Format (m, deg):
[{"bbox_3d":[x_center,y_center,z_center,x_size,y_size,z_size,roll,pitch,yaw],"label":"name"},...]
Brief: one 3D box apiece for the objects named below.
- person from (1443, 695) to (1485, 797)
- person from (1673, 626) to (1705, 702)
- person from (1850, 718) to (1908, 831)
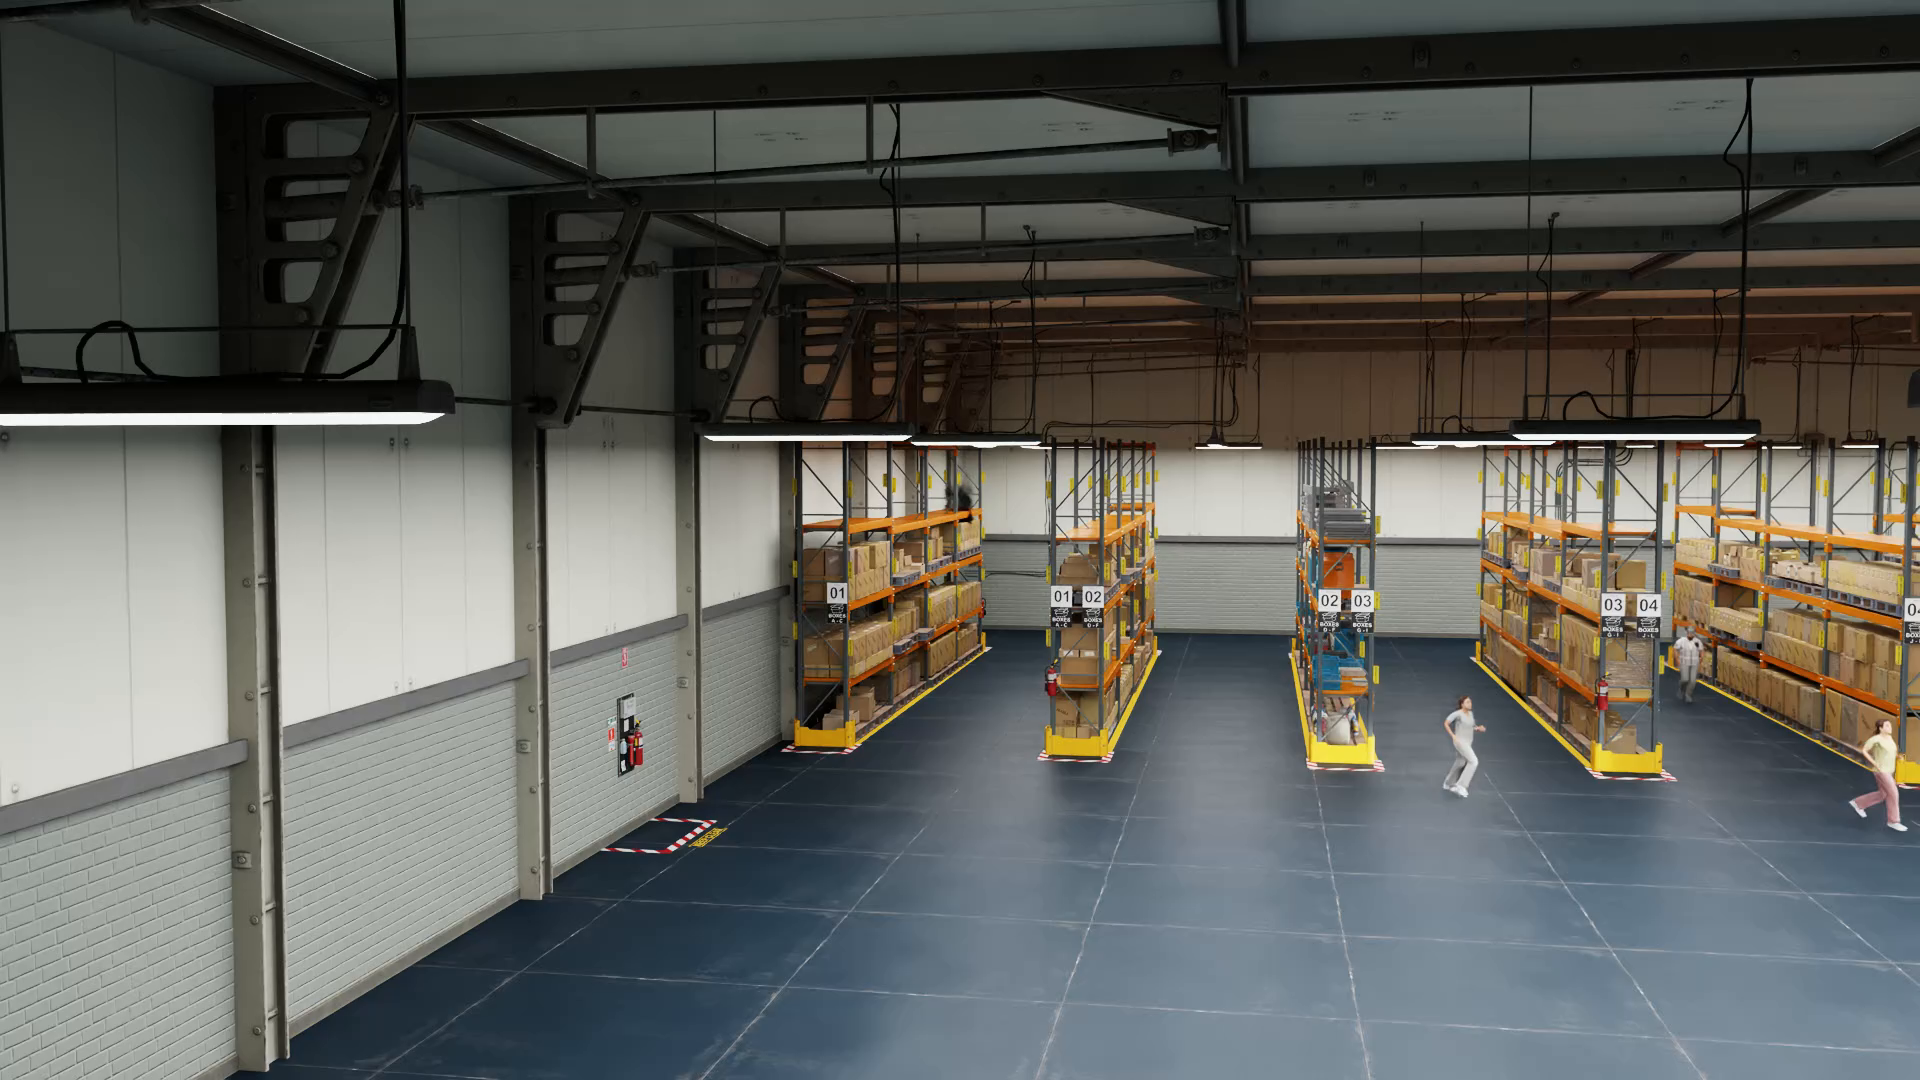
[{"bbox_3d":[8.408,3.433,27.734,0.537,1.701,0.707,-3,4,-45],"label":"person"},{"bbox_3d":[16.724,2.835,38.096,0.673,1.748,0.592,1,3,10],"label":"person"},{"bbox_3d":[14.095,3.553,25.415,0.569,1.666,0.803,-2,4,-36],"label":"person"}]
